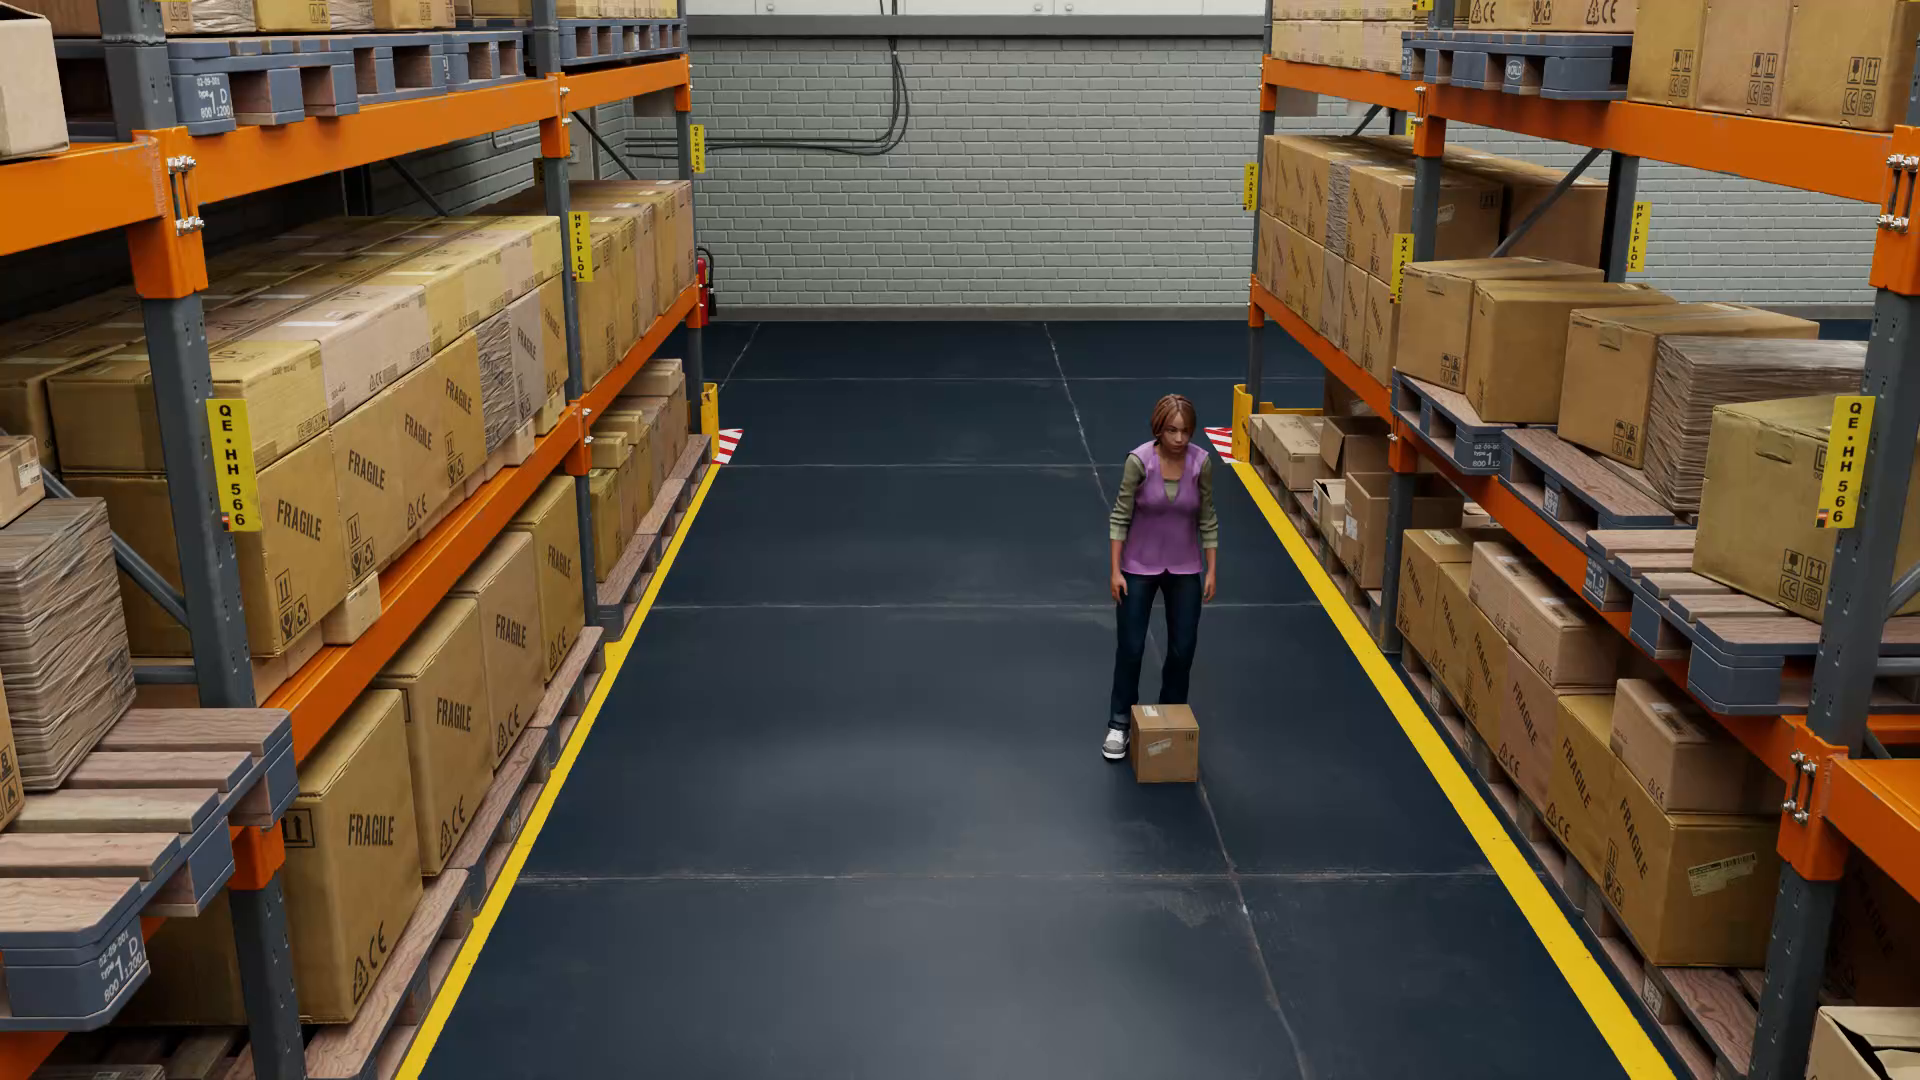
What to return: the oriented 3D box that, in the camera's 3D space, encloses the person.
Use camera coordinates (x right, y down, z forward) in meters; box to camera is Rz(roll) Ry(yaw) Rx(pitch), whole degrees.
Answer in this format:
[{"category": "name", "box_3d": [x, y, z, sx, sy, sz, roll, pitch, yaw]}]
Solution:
[{"category": "person", "box_3d": [0.857, 0.151, 7.082, 0.483, 1.594, 0.341, -1, 17, -3]}]
